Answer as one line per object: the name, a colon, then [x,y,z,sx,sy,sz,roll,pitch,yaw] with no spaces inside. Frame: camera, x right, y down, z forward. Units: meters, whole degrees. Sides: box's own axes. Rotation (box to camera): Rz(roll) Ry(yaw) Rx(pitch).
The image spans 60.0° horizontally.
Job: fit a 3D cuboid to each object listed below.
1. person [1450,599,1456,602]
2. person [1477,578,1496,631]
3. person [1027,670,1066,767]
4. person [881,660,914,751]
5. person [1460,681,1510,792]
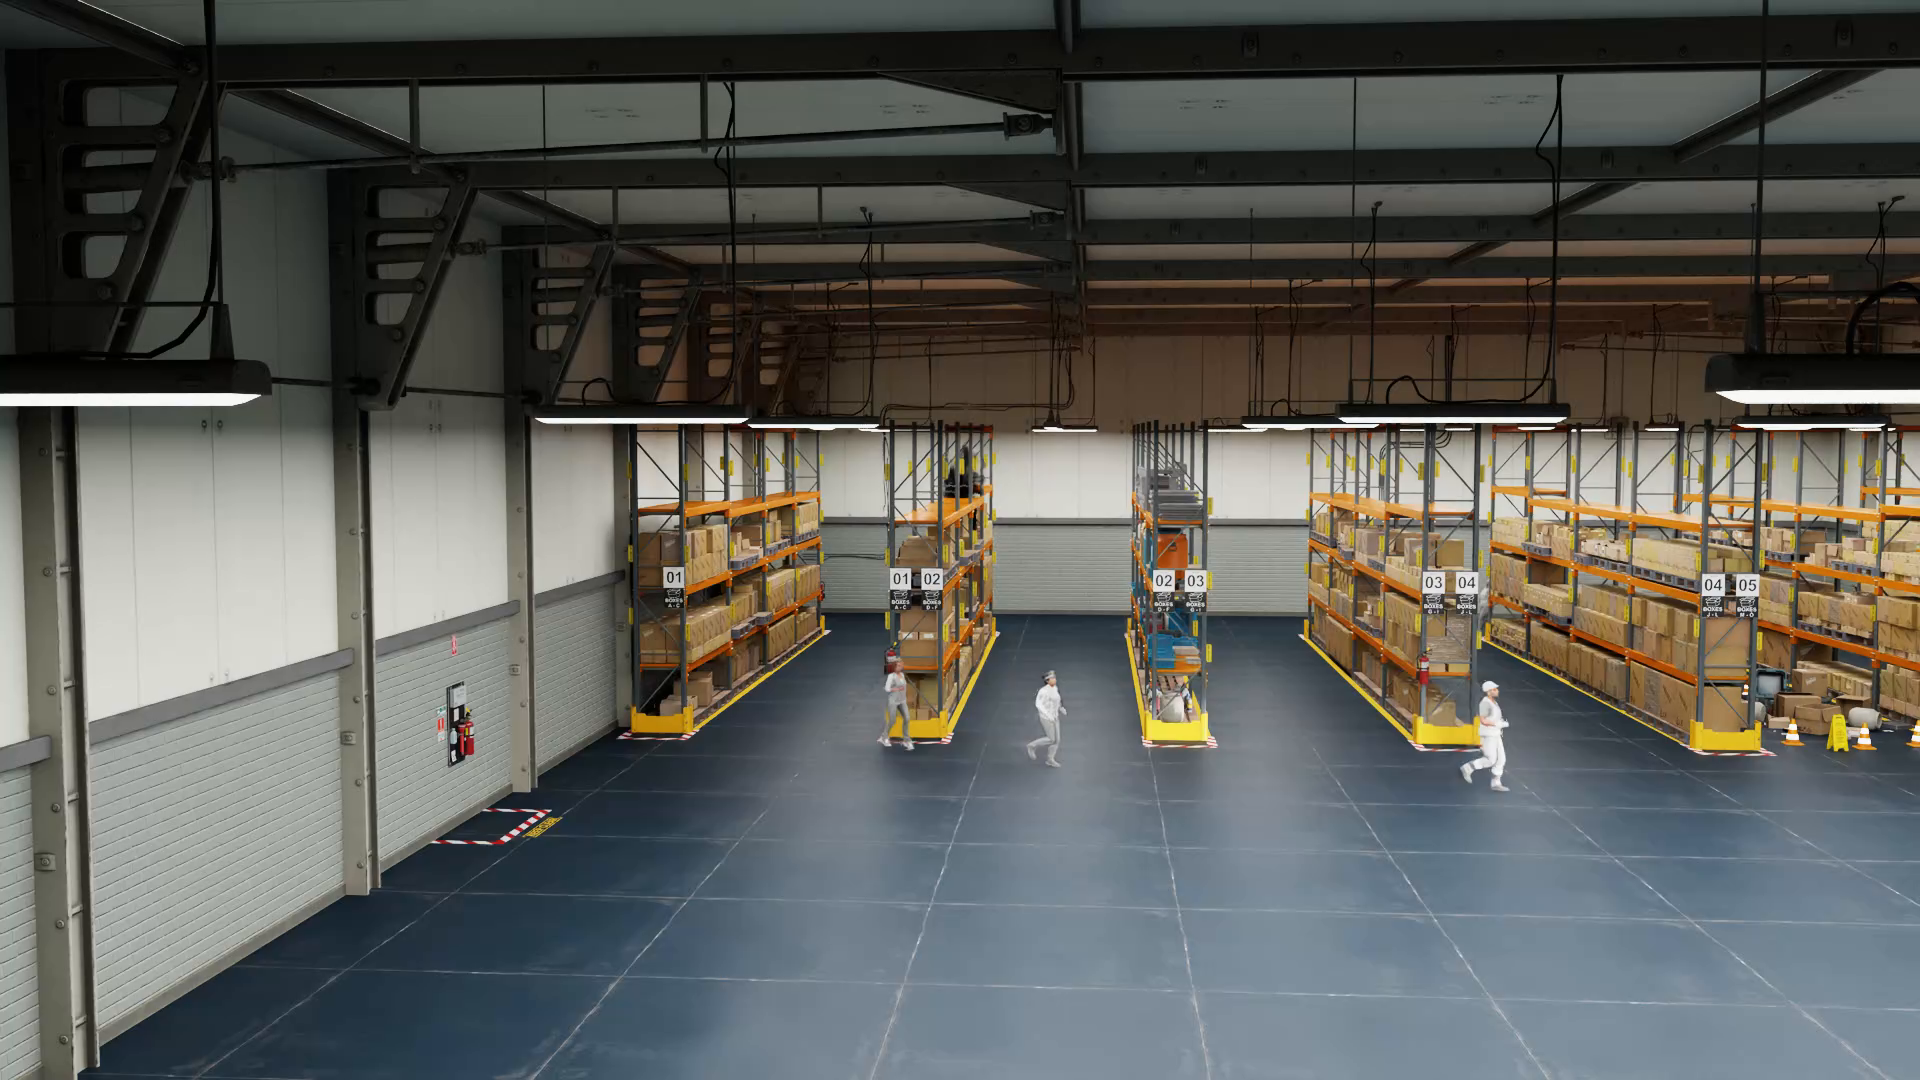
person: [13.006,2.090,43.490,0.676,1.745,0.678,0,4,-6]
person: [14.978,1.900,47.296,0.870,1.652,0.647,-1,4,-21]
person: [1.511,3.077,28.835,0.606,1.678,0.617,2,4,34]
person: [-1.162,3.001,30.231,0.538,1.641,0.685,-4,5,-44]
person: [8.475,3.144,26.759,0.782,1.757,0.663,2,4,33]
